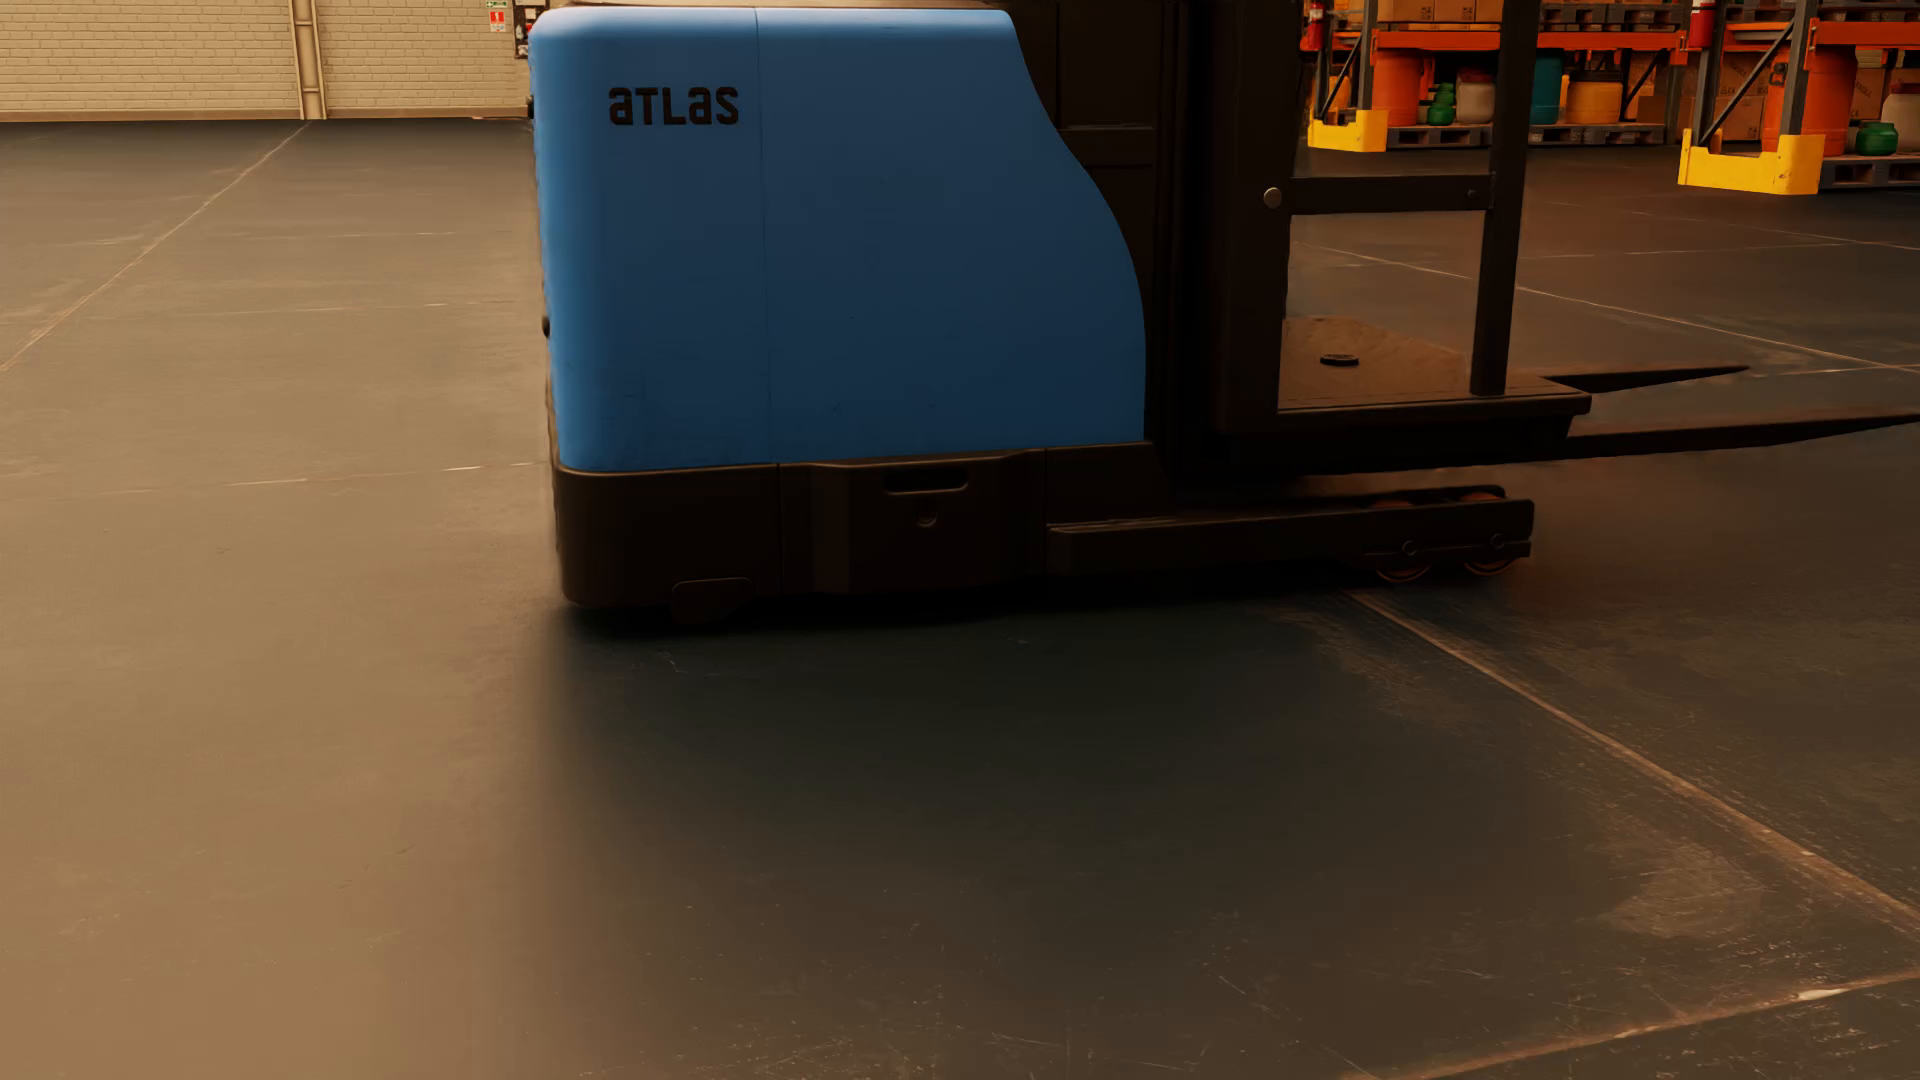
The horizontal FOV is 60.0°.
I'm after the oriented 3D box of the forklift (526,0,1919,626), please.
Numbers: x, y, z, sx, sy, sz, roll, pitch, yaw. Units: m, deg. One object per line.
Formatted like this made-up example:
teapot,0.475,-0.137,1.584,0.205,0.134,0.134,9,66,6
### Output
forklift,0.651,-1.461,3.339,3.031,2.935,1.130,-4,17,-14
